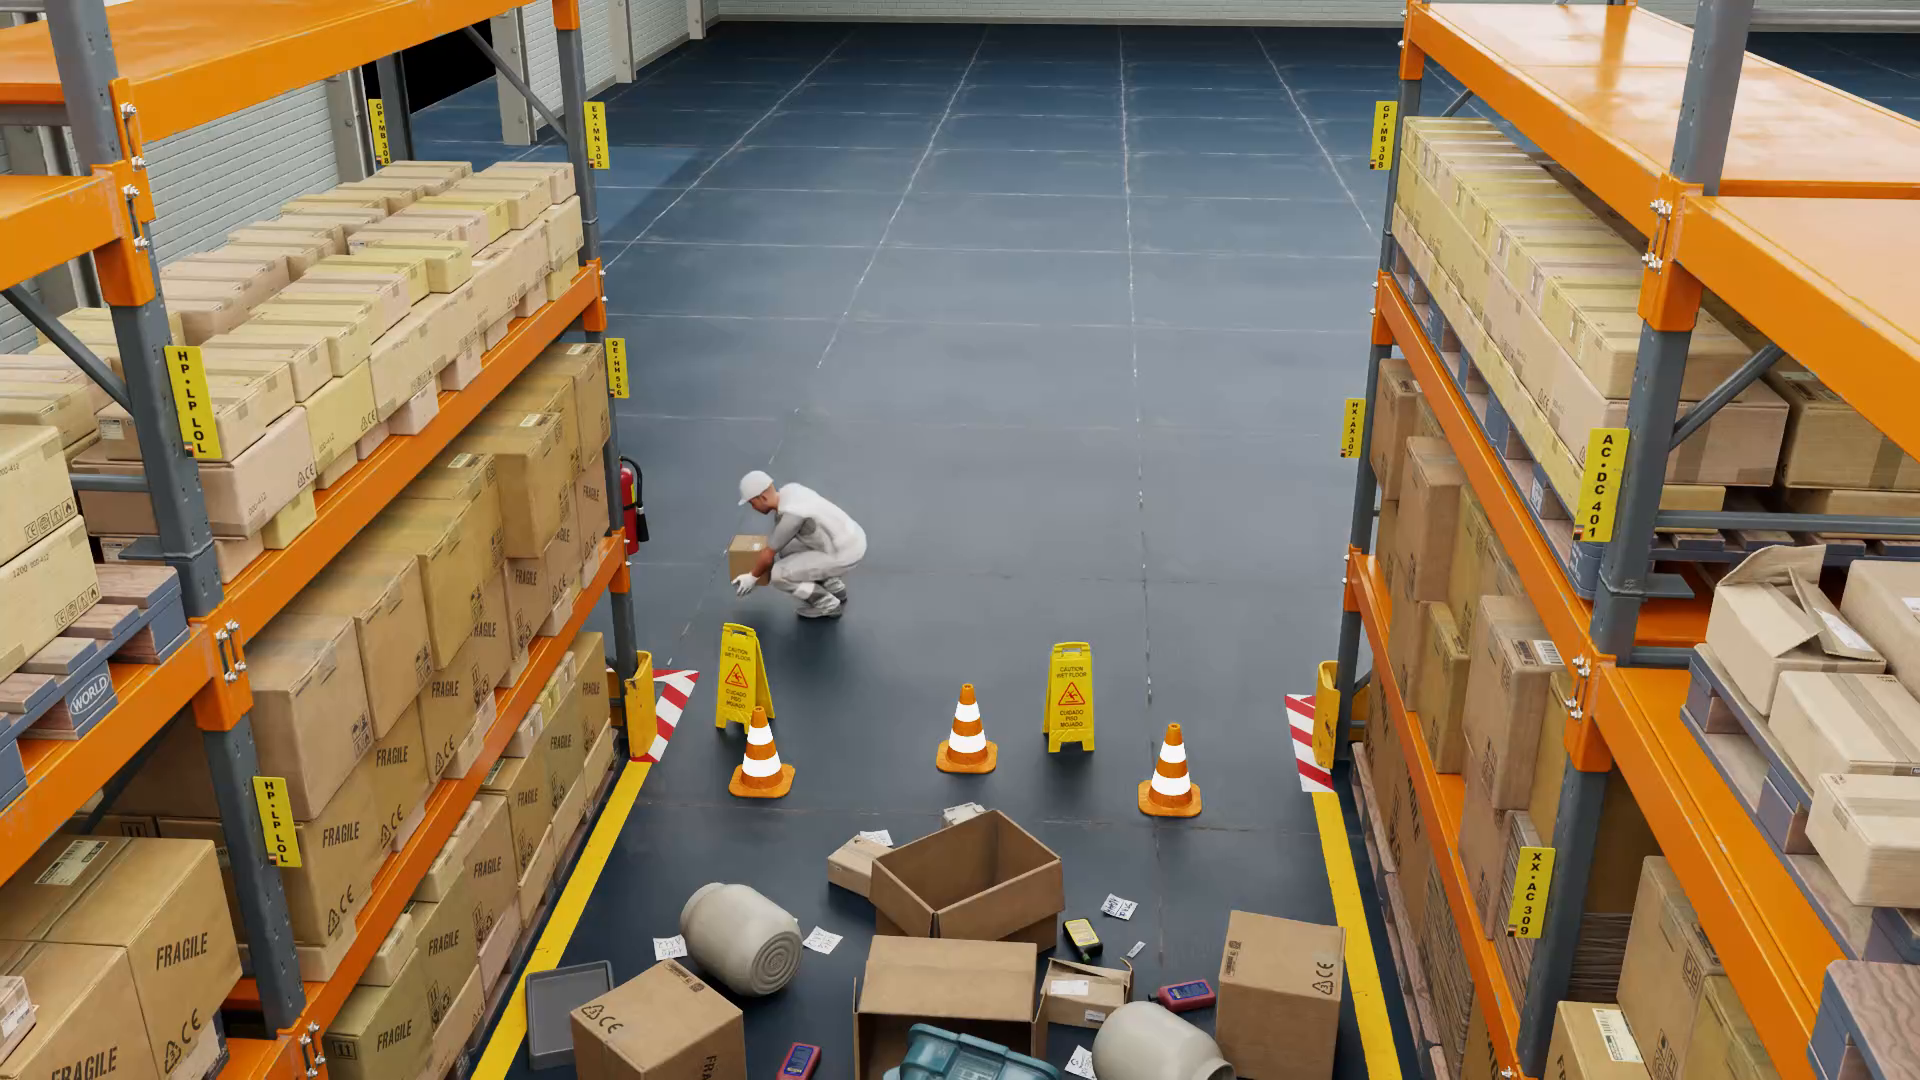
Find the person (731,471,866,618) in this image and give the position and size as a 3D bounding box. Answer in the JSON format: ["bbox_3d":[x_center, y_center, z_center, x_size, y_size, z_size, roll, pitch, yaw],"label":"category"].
[{"bbox_3d":[-1.065,-0.004,10.970,0.870,0.994,0.536,2,24,4],"label":"person"}]
